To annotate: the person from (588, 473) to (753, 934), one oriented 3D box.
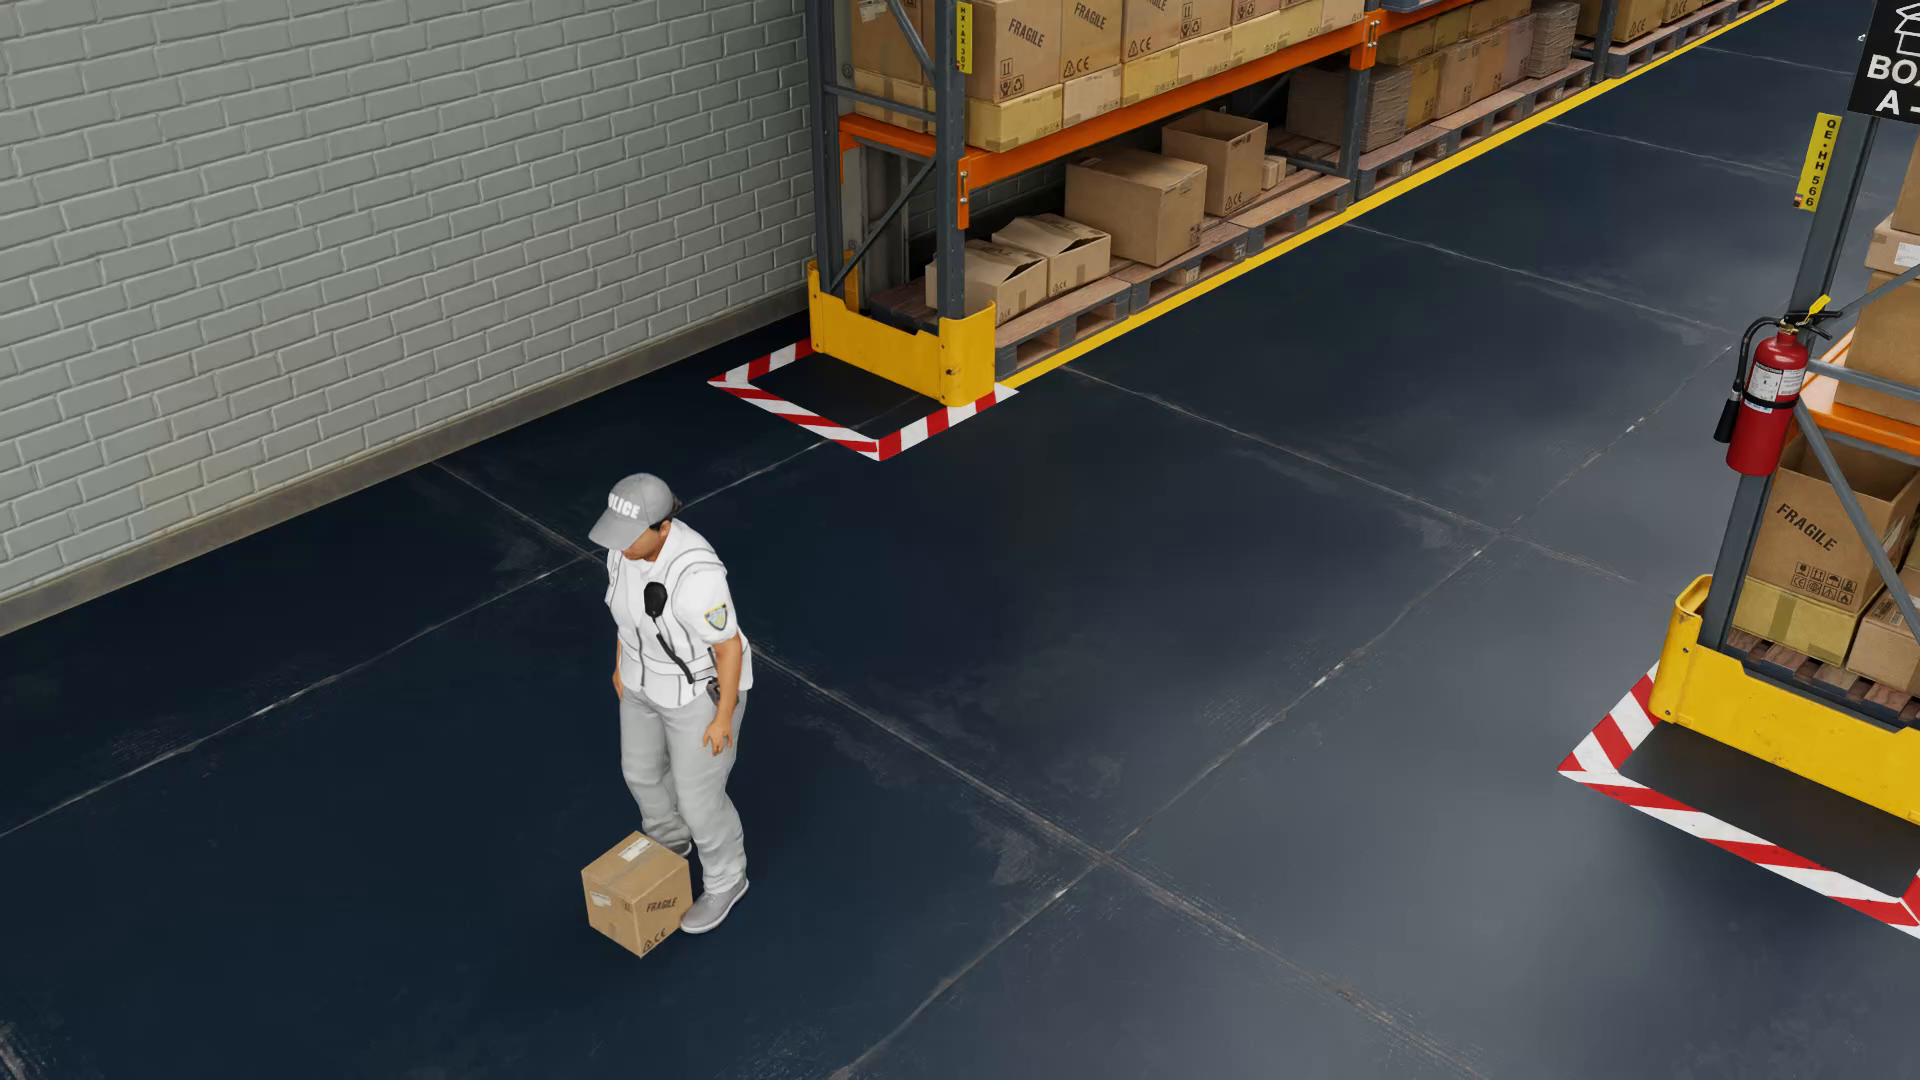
[{"bbox_3d":[-0.933,0.495,5.322,0.547,1.664,0.458,24,39,33],"label":"person"}]
